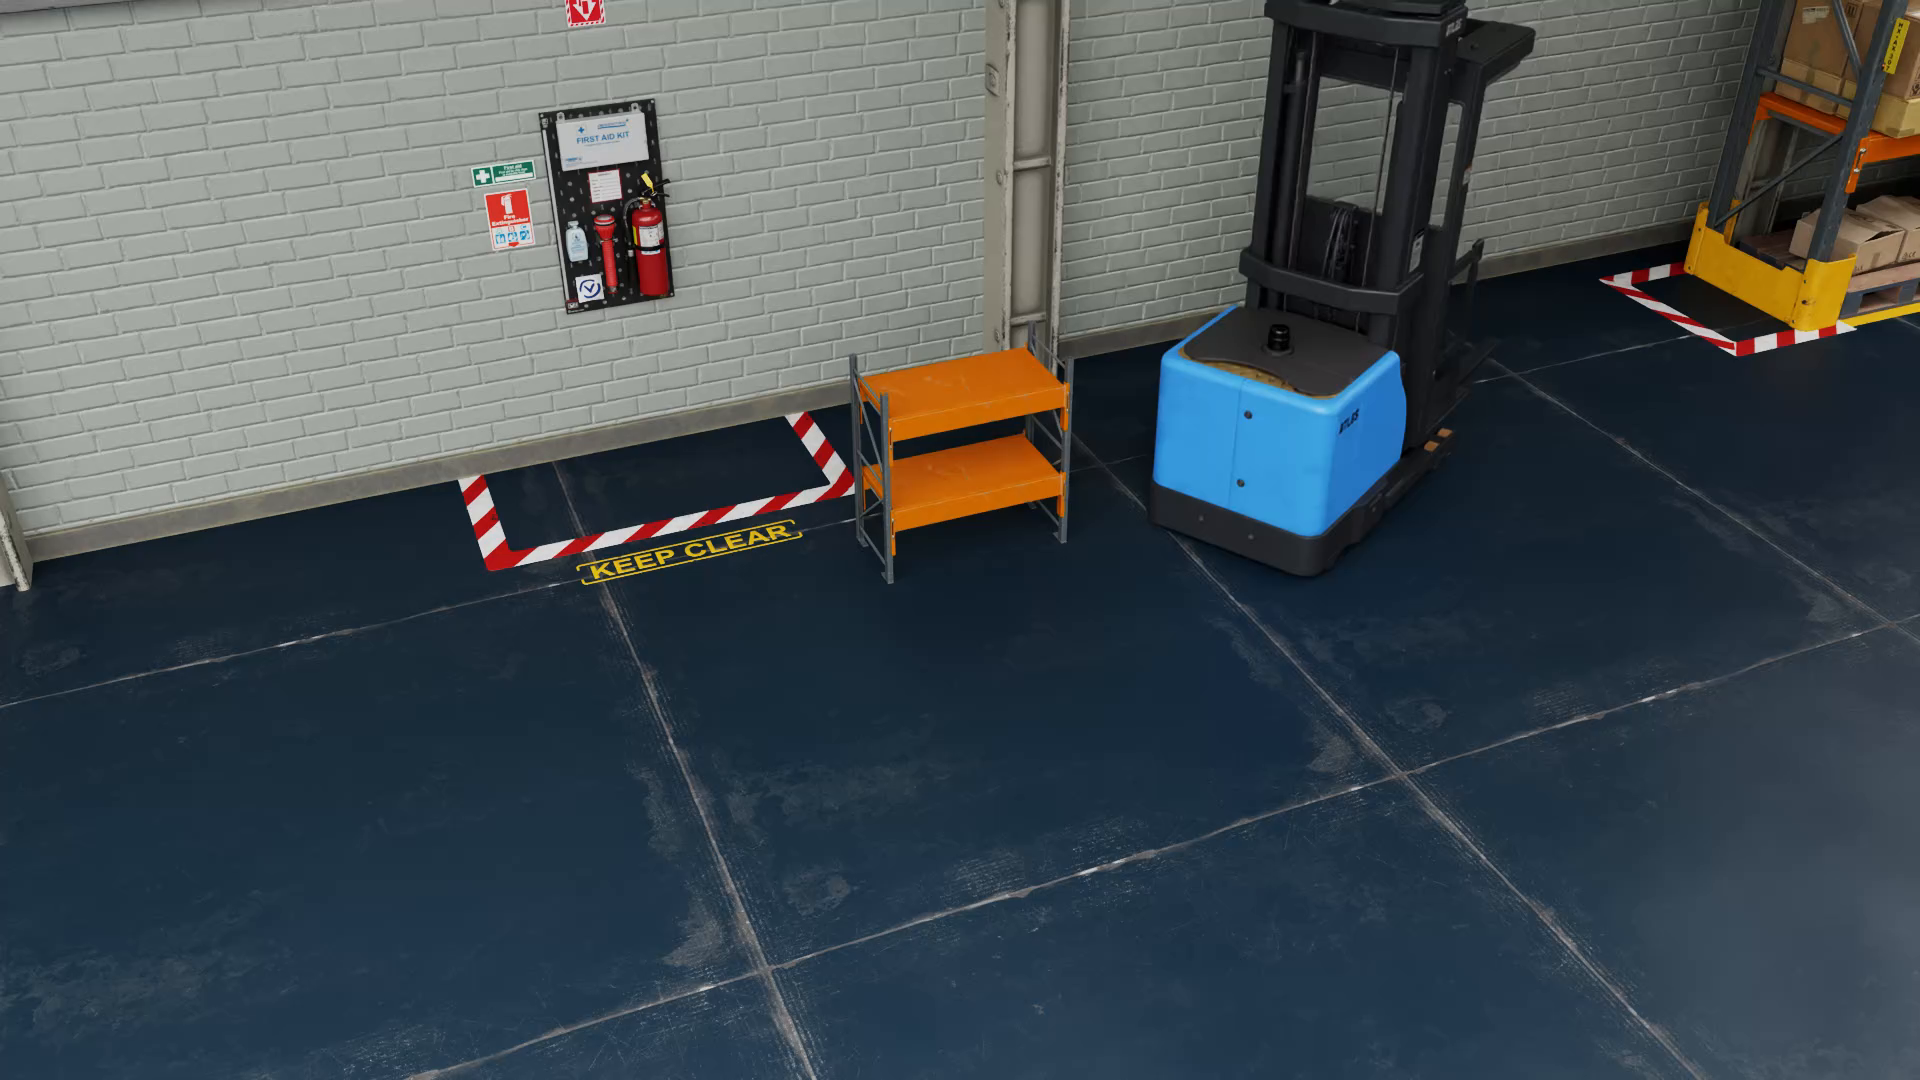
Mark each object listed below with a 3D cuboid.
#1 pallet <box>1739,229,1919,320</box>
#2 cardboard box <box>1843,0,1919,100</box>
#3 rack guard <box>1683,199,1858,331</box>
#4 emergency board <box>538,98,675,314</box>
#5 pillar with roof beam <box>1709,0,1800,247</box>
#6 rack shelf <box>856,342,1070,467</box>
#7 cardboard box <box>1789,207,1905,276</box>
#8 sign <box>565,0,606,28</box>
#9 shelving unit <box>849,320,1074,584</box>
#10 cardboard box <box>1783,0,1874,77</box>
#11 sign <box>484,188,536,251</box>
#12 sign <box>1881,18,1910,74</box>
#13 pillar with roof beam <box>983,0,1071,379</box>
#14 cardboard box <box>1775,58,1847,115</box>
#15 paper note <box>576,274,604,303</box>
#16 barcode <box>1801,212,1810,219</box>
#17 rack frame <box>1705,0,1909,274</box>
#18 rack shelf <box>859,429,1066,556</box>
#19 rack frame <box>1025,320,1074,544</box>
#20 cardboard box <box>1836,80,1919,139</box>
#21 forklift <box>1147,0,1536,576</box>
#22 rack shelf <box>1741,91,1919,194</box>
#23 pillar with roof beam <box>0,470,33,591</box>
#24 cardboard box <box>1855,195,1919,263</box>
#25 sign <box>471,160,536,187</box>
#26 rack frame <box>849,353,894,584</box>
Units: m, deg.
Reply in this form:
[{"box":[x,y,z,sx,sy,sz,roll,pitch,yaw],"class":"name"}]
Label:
[{"box":[6.442,-1.985,12.025,1.213,0.211,1.003,-13,35,-19],"class":"pallet"},{"box":[6.166,-3.194,10.758,0.500,0.500,0.500,-13,35,-19],"class":"cardboard box"},{"box":[5.679,-1.953,11.710,0.348,0.500,1.175,-13,35,-19],"class":"rack guard"},{"box":[-1.906,-1.798,9.180,0.643,1.169,0.194,-13,35,-19],"class":"emergency board"},{"box":[7.586,-3.917,6.937,0.400,9.000,9.100,-13,35,-19],"class":"pillar with roof beam"},{"box":[0.006,-0.718,8.704,1.000,0.278,0.538,-13,35,-19],"class":"rack shelf"},{"box":[6.282,-2.142,11.772,0.500,0.311,0.500,-17,37,-24],"class":"cardboard box"},{"box":[-1.952,-2.818,8.623,0.199,0.298,0.001,-13,35,-19],"class":"sign"},{"box":[0.006,-0.473,8.863,1.048,1.125,0.538,-13,35,-19],"class":"shelving unit"},{"box":[5.962,-3.450,11.152,0.500,0.500,0.500,-13,35,-19],"class":"cardboard box"},{"box":[-2.455,-1.748,9.071,0.234,0.329,0.001,-13,35,-19],"class":"sign"},{"box":[5.819,-3.074,10.349,0.005,0.325,0.100,-13,35,-19],"class":"sign"},{"box":[2.054,-2.650,4.990,0.400,9.000,9.100,-13,35,-19],"class":"pillar with roof beam"},{"box":[5.965,-3.126,11.341,0.500,0.250,0.500,-12,35,-18],"class":"cardboard box"},{"box":[-2.096,-1.426,9.417,0.142,0.148,0.016,-13,35,-19],"class":"paper note"},{"box":[6.144,-2.351,12.085,0.075,0.075,0.001,-13,35,-19],"class":"barcode"},{"box":[5.609,-2.984,11.004,0.127,3.000,1.000,-13,35,-19],"class":"rack frame"},{"box":[0.006,-0.268,8.997,1.000,0.278,0.538,-13,35,-19],"class":"rack shelf"},{"box":[0.475,-0.580,9.028,0.032,1.125,0.500,-13,35,-19],"class":"rack frame"},{"box":[6.182,-2.873,10.952,0.500,0.250,0.500,-14,36,-20],"class":"cardboard box"},{"box":[2.322,-1.787,9.228,1.130,2.935,3.031,22,39,30],"class":"forklift"},{"box":[7.453,-3.105,11.849,4.000,0.370,1.077,-13,35,-19],"class":"rack shelf"},{"box":[-3.478,-1.383,3.043,0.400,9.000,9.100,-13,35,-19],"class":"pillar with roof beam"},{"box":[6.808,-2.263,11.957,0.500,0.311,0.500,-10,34,-15],"class":"cardboard box"},{"box":[-2.448,-1.966,8.921,0.331,0.109,0.001,-13,35,-19],"class":"sign"},{"box":[-0.462,-0.366,8.698,0.032,1.125,0.500,-13,35,-19],"class":"rack frame"}]
